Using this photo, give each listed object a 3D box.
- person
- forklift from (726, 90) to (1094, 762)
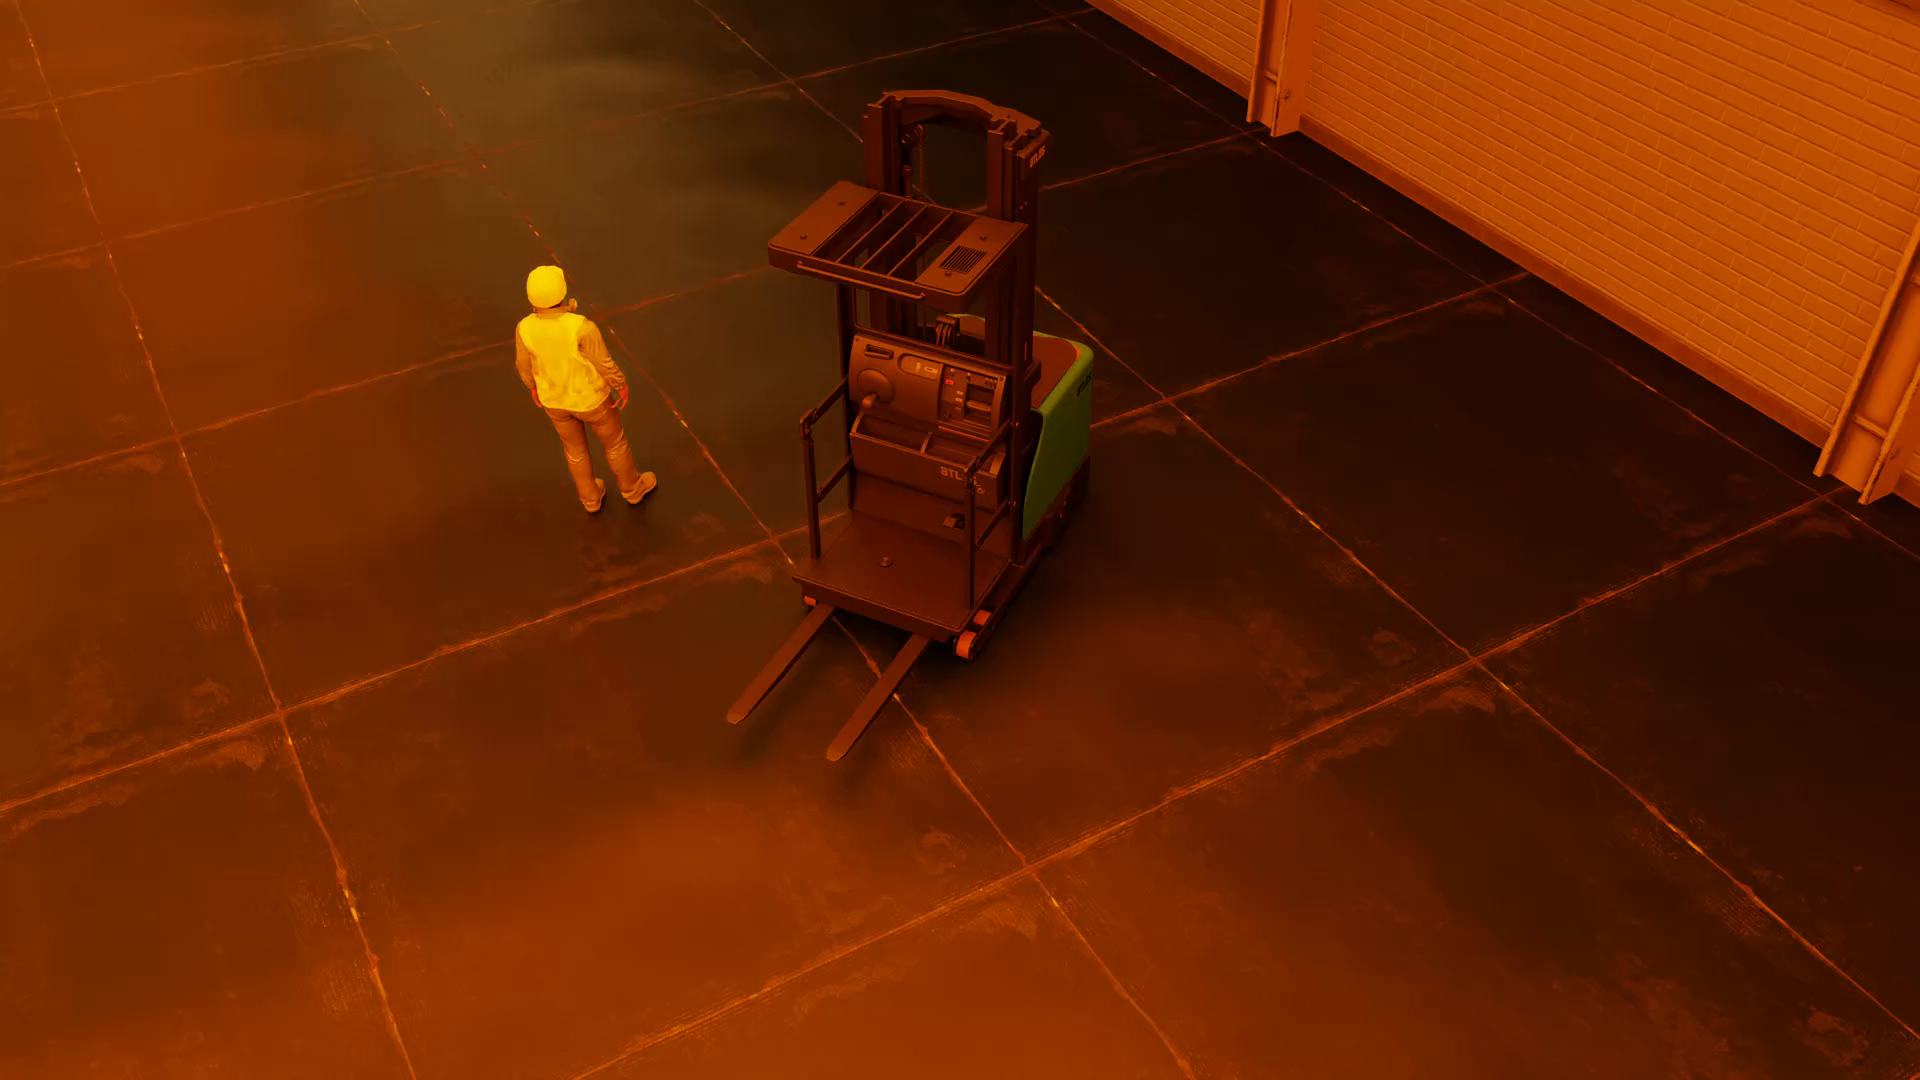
[{"bbox_3d":[-2.298,-0.931,10.057,0.630,1.768,0.569,5,40,6],"label":"person"},{"bbox_3d":[-0.276,-0.770,8.965,1.130,2.935,3.031,17,43,20],"label":"forklift"}]
